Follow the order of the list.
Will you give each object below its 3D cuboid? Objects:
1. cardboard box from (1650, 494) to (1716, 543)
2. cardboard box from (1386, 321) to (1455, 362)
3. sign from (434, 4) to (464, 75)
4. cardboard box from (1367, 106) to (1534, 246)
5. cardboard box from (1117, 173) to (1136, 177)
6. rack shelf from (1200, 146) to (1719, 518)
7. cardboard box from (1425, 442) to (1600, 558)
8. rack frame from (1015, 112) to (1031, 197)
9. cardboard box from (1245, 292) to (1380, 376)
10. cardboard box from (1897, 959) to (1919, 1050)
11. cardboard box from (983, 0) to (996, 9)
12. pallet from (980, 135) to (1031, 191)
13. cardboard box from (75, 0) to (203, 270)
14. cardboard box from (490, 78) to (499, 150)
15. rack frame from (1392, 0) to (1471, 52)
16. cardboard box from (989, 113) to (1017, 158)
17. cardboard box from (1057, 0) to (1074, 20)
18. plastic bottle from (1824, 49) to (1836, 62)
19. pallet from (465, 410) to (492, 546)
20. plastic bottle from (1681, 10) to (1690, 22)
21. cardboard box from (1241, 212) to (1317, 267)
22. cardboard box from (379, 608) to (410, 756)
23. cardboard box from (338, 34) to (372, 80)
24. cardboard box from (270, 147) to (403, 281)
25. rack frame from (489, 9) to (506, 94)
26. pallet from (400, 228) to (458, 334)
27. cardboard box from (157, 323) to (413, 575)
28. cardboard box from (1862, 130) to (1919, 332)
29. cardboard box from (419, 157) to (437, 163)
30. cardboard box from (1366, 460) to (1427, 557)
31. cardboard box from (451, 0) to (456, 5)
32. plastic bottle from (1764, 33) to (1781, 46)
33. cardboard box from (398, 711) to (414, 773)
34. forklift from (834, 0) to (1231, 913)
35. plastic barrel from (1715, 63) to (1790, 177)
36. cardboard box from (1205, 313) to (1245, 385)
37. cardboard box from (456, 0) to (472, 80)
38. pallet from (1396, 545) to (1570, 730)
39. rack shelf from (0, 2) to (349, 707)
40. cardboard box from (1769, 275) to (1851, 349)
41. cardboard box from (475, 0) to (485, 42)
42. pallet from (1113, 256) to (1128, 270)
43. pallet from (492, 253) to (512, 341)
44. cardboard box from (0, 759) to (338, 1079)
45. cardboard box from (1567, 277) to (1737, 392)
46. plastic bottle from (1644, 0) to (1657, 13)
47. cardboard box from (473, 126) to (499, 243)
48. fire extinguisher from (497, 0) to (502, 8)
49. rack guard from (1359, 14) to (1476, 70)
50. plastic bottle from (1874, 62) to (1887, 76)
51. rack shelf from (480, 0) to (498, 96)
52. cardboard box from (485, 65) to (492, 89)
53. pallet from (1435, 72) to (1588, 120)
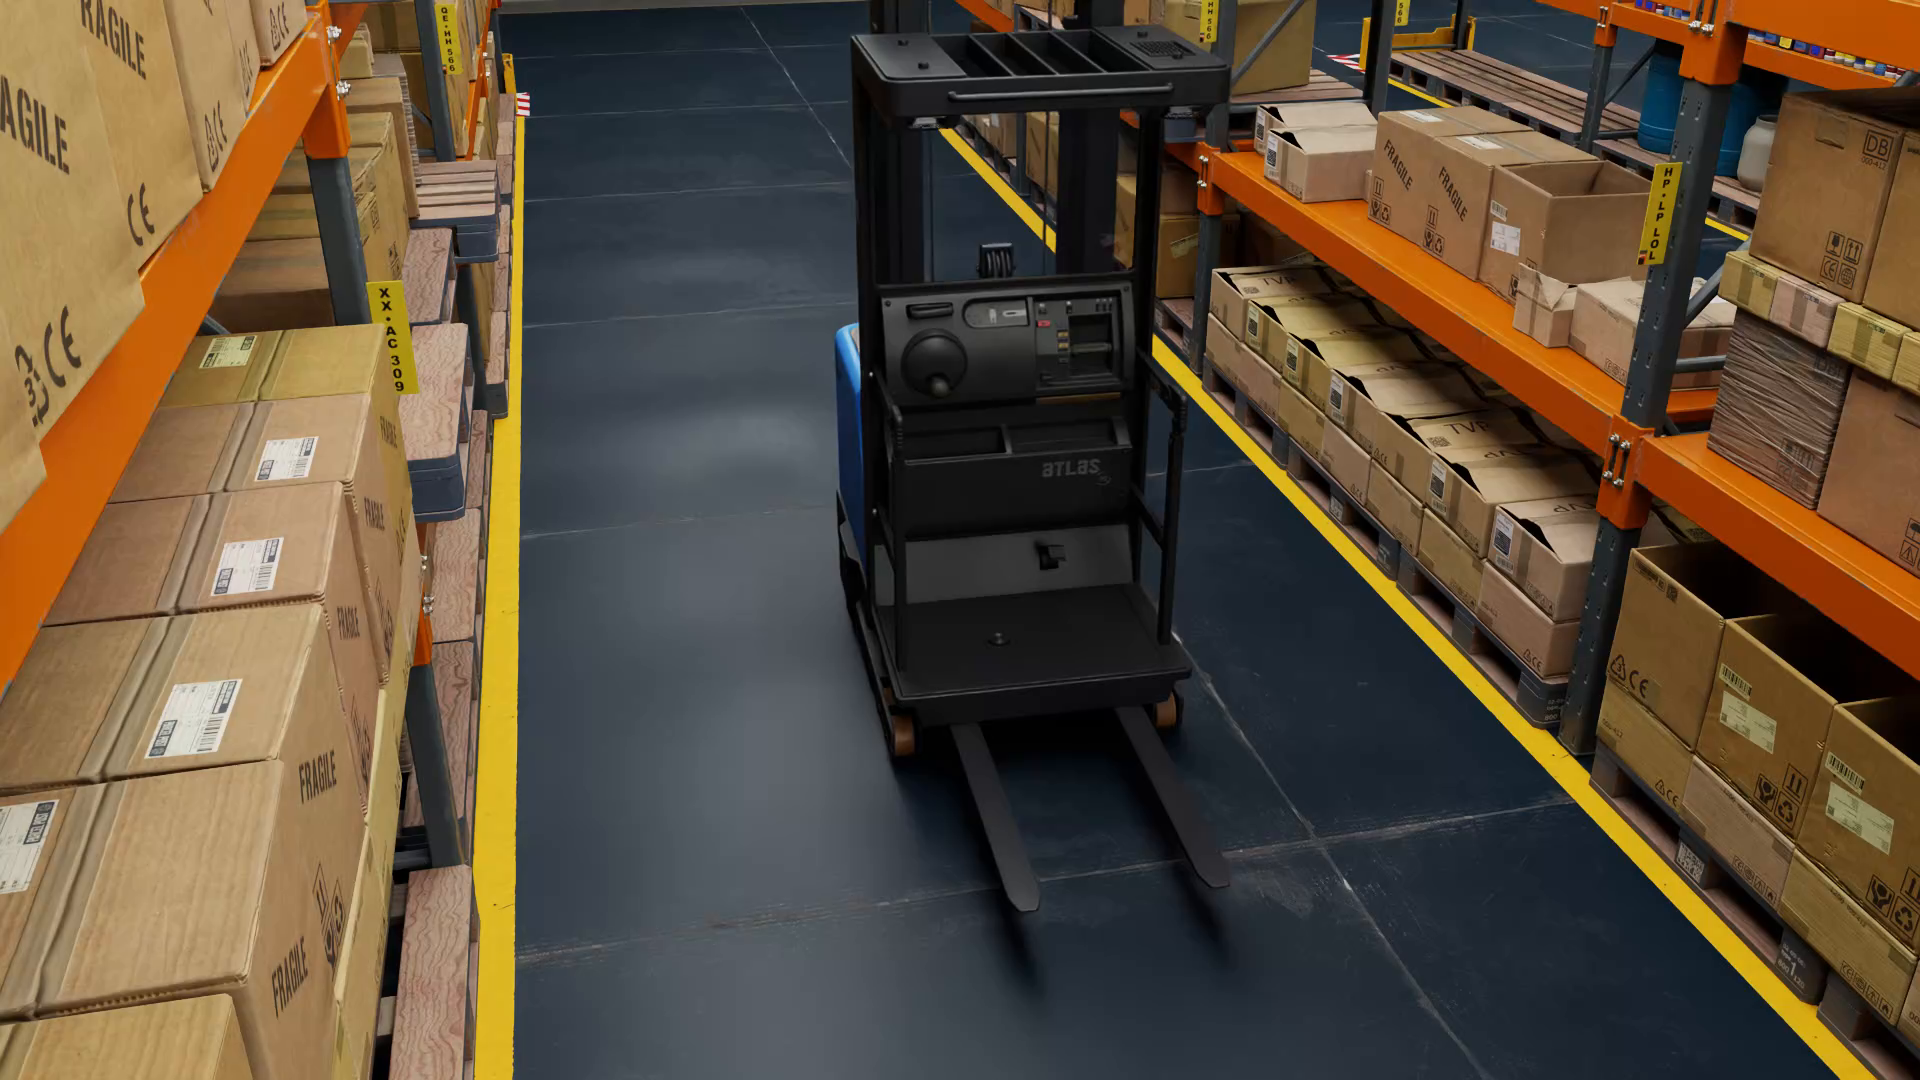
[{"bbox_3d":[2.894,-0.026,6.436,0.500,0.311,0.500,-6,27,-11],"label":"cardboard box"},{"bbox_3d":[2.436,-0.921,8.209,0.500,0.311,0.500,-6,27,-12],"label":"cardboard box"},{"bbox_3d":[-2.455,-2.401,7.981,0.100,0.325,0.005,-6,27,-12],"label":"sign"},{"bbox_3d":[2.237,-1.675,7.628,0.500,0.500,0.500,-7,28,-14],"label":"cardboard box"},{"bbox_3d":[1.163,-2.289,11.242,0.500,0.500,0.500,-7,28,-14],"label":"cardboard box"},{"bbox_3d":[2.294,-1.166,7.529,1.077,0.370,4.000,-6,27,-12],"label":"rack shelf"},{"bbox_3d":[2.251,-0.196,6.772,0.500,0.311,0.500,-5,27,-10],"label":"cardboard box"},{"bbox_3d":[0.942,-4.121,12.586,1.000,3.000,0.127,-6,27,-12],"label":"rack frame"},{"bbox_3d":[1.802,-1.086,8.535,0.500,0.311,0.500,-7,28,-13],"label":"cardboard box"},{"bbox_3d":[2.888,1.324,4.383,0.500,0.250,0.500,-6,27,-12],"label":"cardboard box"},{"bbox_3d":[0.462,-4.585,13.394,0.500,0.500,0.500,-5,27,-10],"label":"cardboard box"},{"bbox_3d":[0.788,-3.178,13.811,1.003,0.211,1.213,-6,27,-12],"label":"pallet"},{"bbox_3d":[-1.360,-0.613,2.174,0.500,0.500,0.500,-4,27,-8],"label":"cardboard box"},{"bbox_3d":[-4.176,-3.473,13.610,0.700,0.500,0.500,-5,27,-10],"label":"cardboard box"},{"bbox_3d":[4.867,-6.378,17.058,1.000,3.000,0.127,-6,27,-12],"label":"rack frame"},{"bbox_3d":[0.537,-3.423,13.488,0.500,0.500,0.500,-6,27,-12],"label":"cardboard box"},{"bbox_3d":[1.048,-3.827,11.426,0.700,0.500,0.500,-2,27,-3],"label":"cardboard box"},{"bbox_3d":[5.950,-3.365,11.308,0.097,0.201,0.097,0,27,0],"label":"plastic bottle"},{"bbox_3d":[-2.807,-0.272,8.055,1.003,0.211,1.213,-6,27,-12],"label":"pallet"},{"bbox_3d":[5.584,-4.109,12.704,0.097,0.271,0.097,0,27,0],"label":"plastic bottle"},{"bbox_3d":[2.019,-1.674,10.024,0.500,0.500,0.500,-5,27,-9],"label":"cardboard box"},{"bbox_3d":[-1.574,0.350,3.871,0.500,0.250,0.500,-6,27,-11],"label":"cardboard box"},{"bbox_3d":[-2.788,-2.103,7.268,0.380,0.149,0.250,-11,29,-20],"label":"cardboard box"},{"bbox_3d":[-2.460,-1.104,6.009,0.700,0.500,0.500,-2,27,-5],"label":"cardboard box"},{"bbox_3d":[-4.785,-5.372,15.065,1.000,3.000,0.127,-6,27,-12],"label":"rack frame"},{"bbox_3d":[-2.496,-0.910,6.436,1.003,0.211,1.213,-6,27,-12],"label":"pallet"},{"bbox_3d":[-1.673,-0.205,4.139,0.500,0.500,0.500,-6,27,-12],"label":"cardboard box"},{"bbox_3d":[2.966,-0.817,4.489,0.700,0.500,0.500,-6,27,-12],"label":"cardboard box"},{"bbox_3d":[-2.831,-1.925,8.492,0.380,0.149,0.250,-6,27,-12],"label":"cardboard box"},{"bbox_3d":[2.141,-0.168,7.340,0.500,0.250,0.500,-5,27,-10],"label":"cardboard box"},{"bbox_3d":[-3.071,-3.062,9.192,0.500,0.250,0.500,-6,27,-11],"label":"cardboard box"},{"bbox_3d":[5.839,-3.694,11.795,0.144,0.351,0.185,-6,27,-12],"label":"plastic bottle"},{"bbox_3d":[-2.263,0.494,5.729,0.700,0.500,0.500,-5,27,-10],"label":"cardboard box"},{"bbox_3d":[0.222,-0.683,5.850,1.130,2.935,3.031,-5,27,-10],"label":"forklift"},{"bbox_3d":[6.034,-3.322,12.865,0.600,0.901,0.708,-6,27,-12],"label":"plastic barrel"},{"bbox_3d":[1.675,-1.065,9.117,0.500,0.250,0.500,-6,27,-12],"label":"cardboard box"},{"bbox_3d":[-3.187,-2.962,9.827,0.500,0.500,0.500,-5,27,-10],"label":"cardboard box"},{"bbox_3d":[2.541,0.316,6.889,1.003,0.211,1.213,-6,27,-12],"label":"pallet"},{"bbox_3d":[-1.630,-0.244,2.374,1.077,0.370,4.000,-6,27,-12],"label":"rack shelf"},{"bbox_3d":[2.673,-0.695,4.968,0.380,0.149,0.250,-6,27,-11],"label":"cardboard box"},{"bbox_3d":[-3.990,-3.990,11.993,0.980,0.700,0.700,-6,27,-11],"label":"cardboard box"},{"bbox_3d":[1.441,-1.986,11.451,1.003,0.211,1.213,-6,27,-12],"label":"pallet"},{"bbox_3d":[-3.358,-1.504,10.495,1.003,0.211,1.213,-6,27,-12],"label":"pallet"},{"bbox_3d":[-1.206,0.689,2.367,0.500,0.500,0.500,-7,28,-13],"label":"cardboard box"},{"bbox_3d":[2.591,-0.754,6.081,0.500,0.250,0.500,-4,27,-8],"label":"cardboard box"},{"bbox_3d":[5.466,-4.307,13.084,0.061,0.283,0.133,-6,27,-12],"label":"plastic bottle"},{"bbox_3d":[-3.407,-2.182,10.664,0.750,0.750,0.750,-5,27,-10],"label":"cardboard box"},{"bbox_3d":[-4.369,-5.284,15.390,0.296,0.674,0.183,-6,27,-12],"label":"fire extinguisher"},{"bbox_3d":[4.849,-5.272,17.639,1.175,0.500,0.348,-6,27,-12],"label":"rack guard"},{"bbox_3d":[6.059,-3.182,10.869,0.097,0.271,0.097,0,27,0],"label":"plastic bottle"},{"bbox_3d":[-4.334,-4.173,13.487,1.077,0.370,4.000,-6,27,-12],"label":"rack shelf"},{"bbox_3d":[-3.969,-3.714,13.368,0.380,0.149,0.250,-7,28,-13],"label":"cardboard box"},{"bbox_3d":[5.287,-4.233,15.902,1.003,0.211,1.213,-6,27,-12],"label":"pallet"}]
